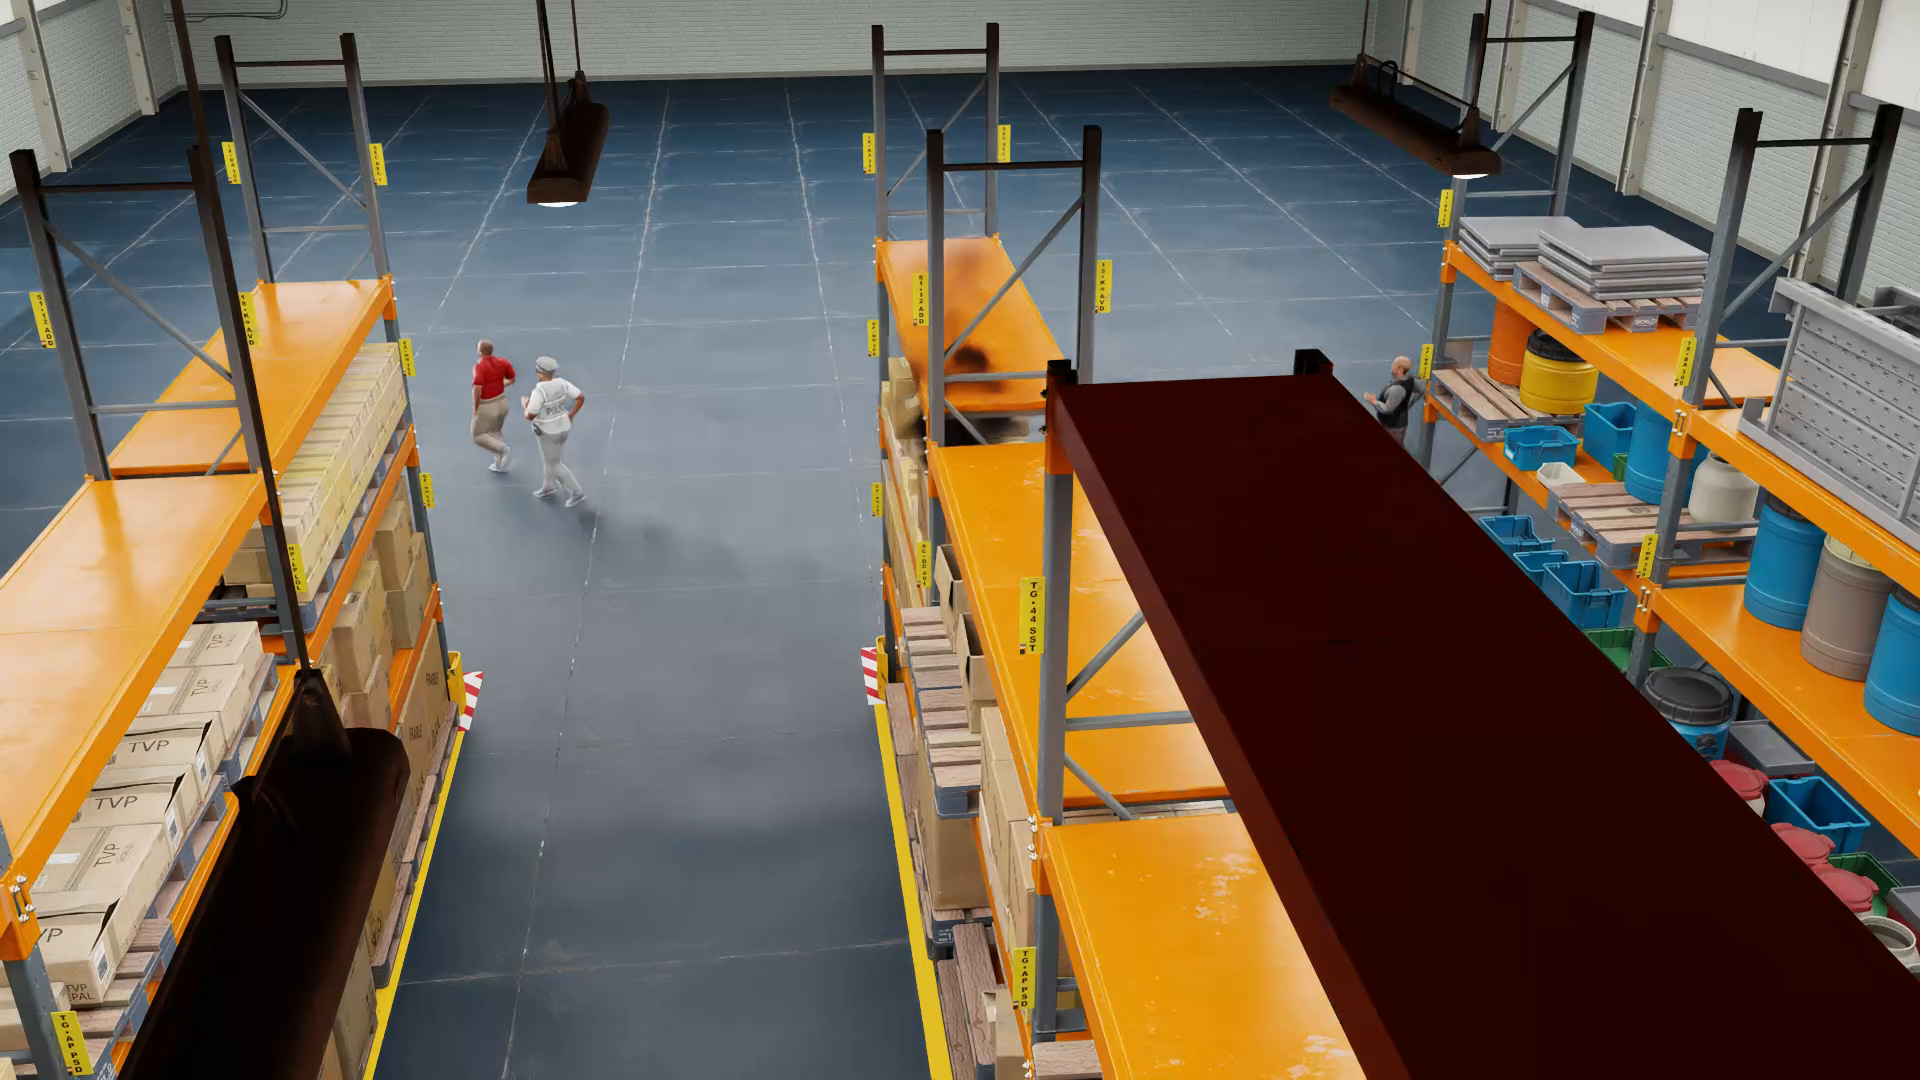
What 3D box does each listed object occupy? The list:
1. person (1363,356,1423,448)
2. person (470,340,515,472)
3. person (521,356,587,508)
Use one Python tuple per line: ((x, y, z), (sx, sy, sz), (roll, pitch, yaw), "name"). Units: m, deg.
((4.997, -1.276, 19.161), (0.836, 1.766, 0.635), (8, 27, 17), "person")
((-5.592, -1.582, 19.898), (0.627, 1.692, 0.697), (15, 29, 29), "person")
((-4.660, -1.225, 18.990), (0.893, 1.807, 0.651), (12, 28, 24), "person")
